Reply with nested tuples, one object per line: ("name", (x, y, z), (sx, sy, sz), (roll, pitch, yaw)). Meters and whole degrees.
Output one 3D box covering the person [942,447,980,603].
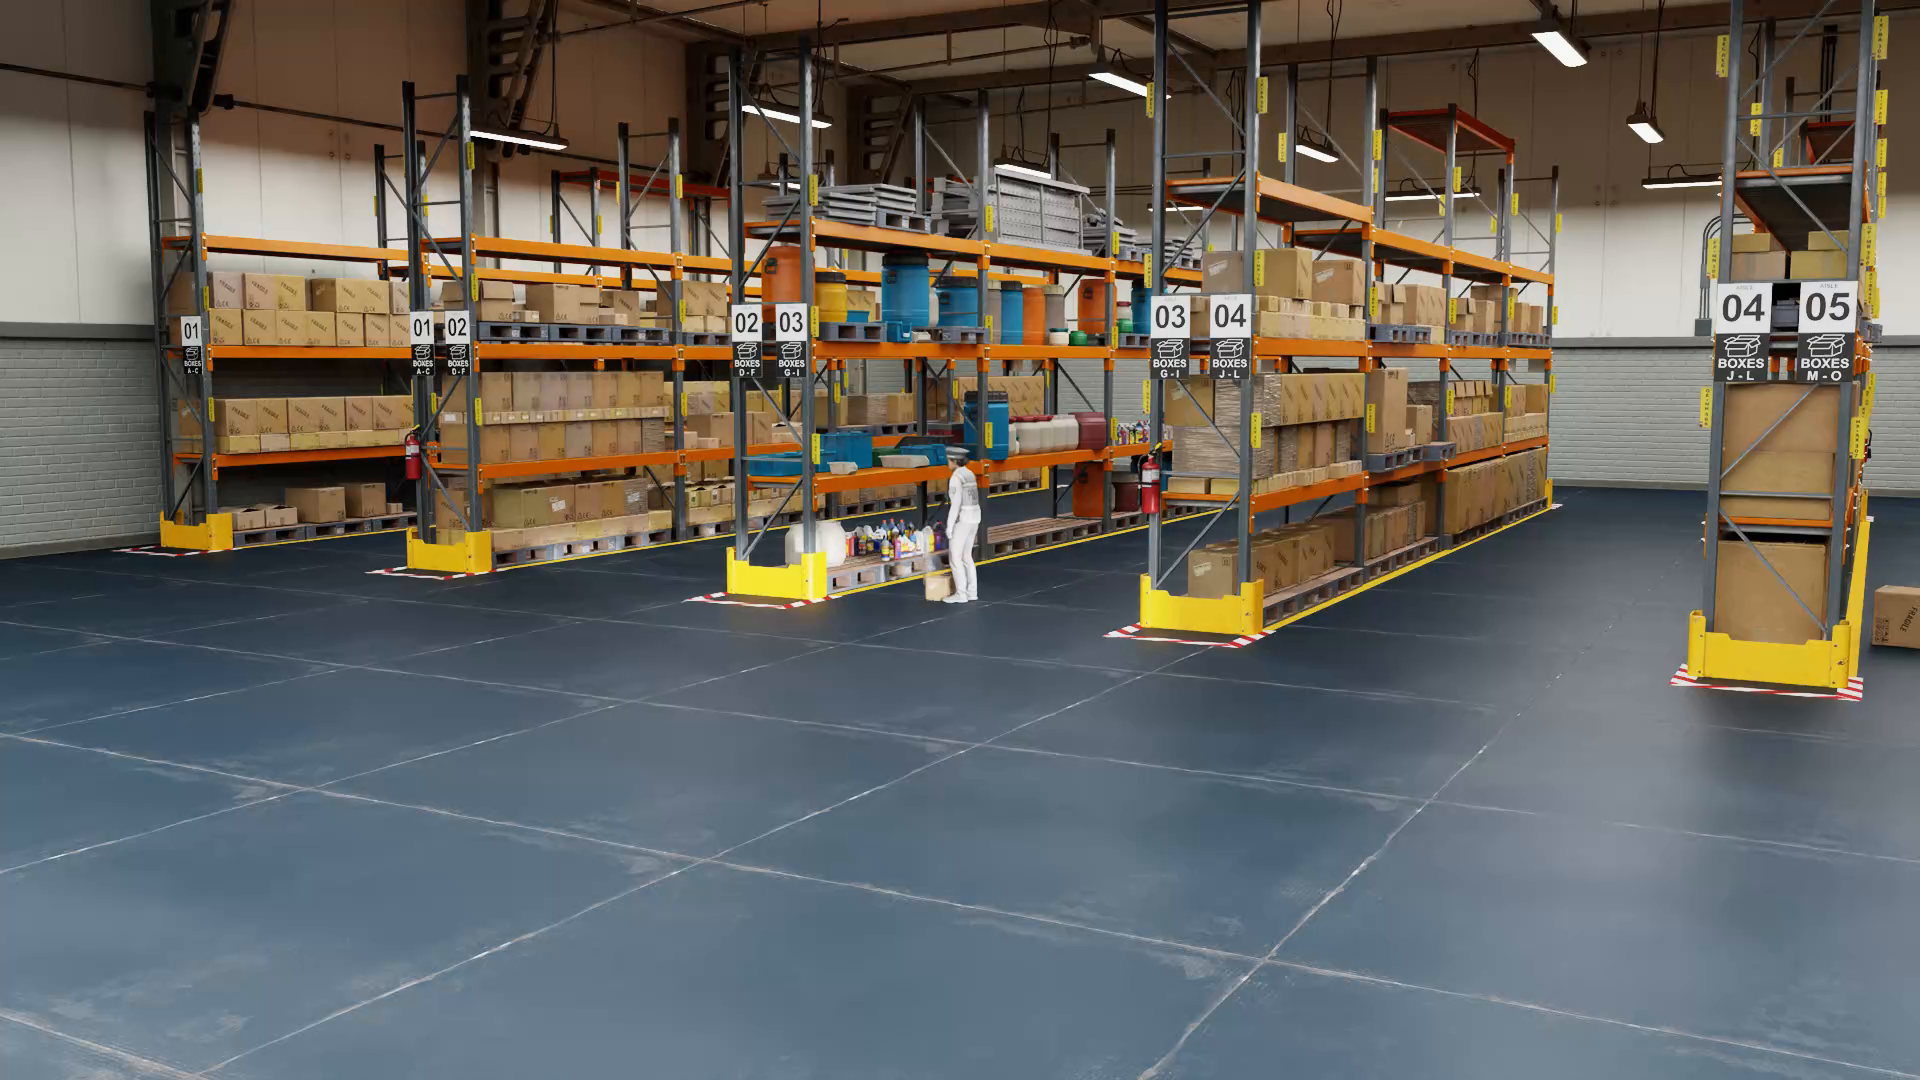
("person", (0.018, -0.163, 17.886), (0.367, 1.663, 0.516), (3, 7, 27))
